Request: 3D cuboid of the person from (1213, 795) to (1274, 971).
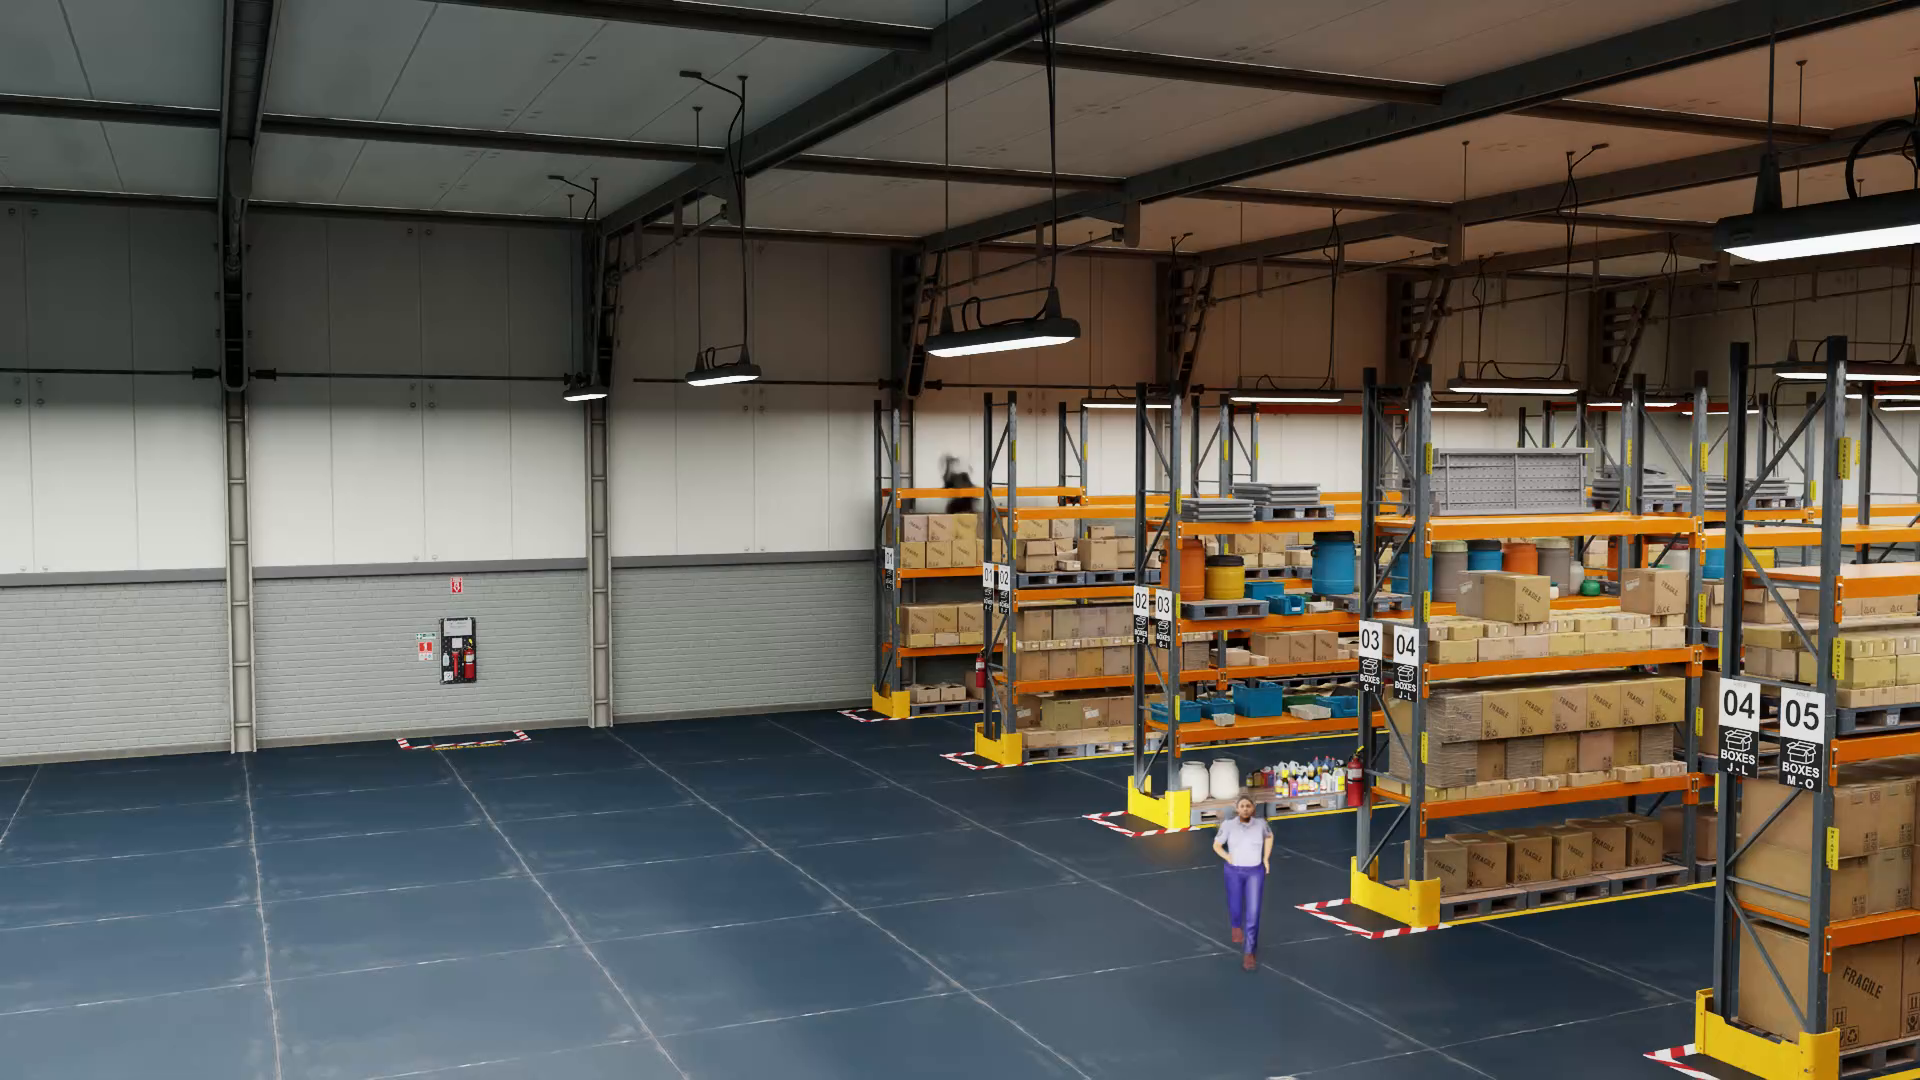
[{"bbox_3d":[2.842,3.366,16.669,0.605,1.646,0.941,0,3,8],"label":"person"}]
